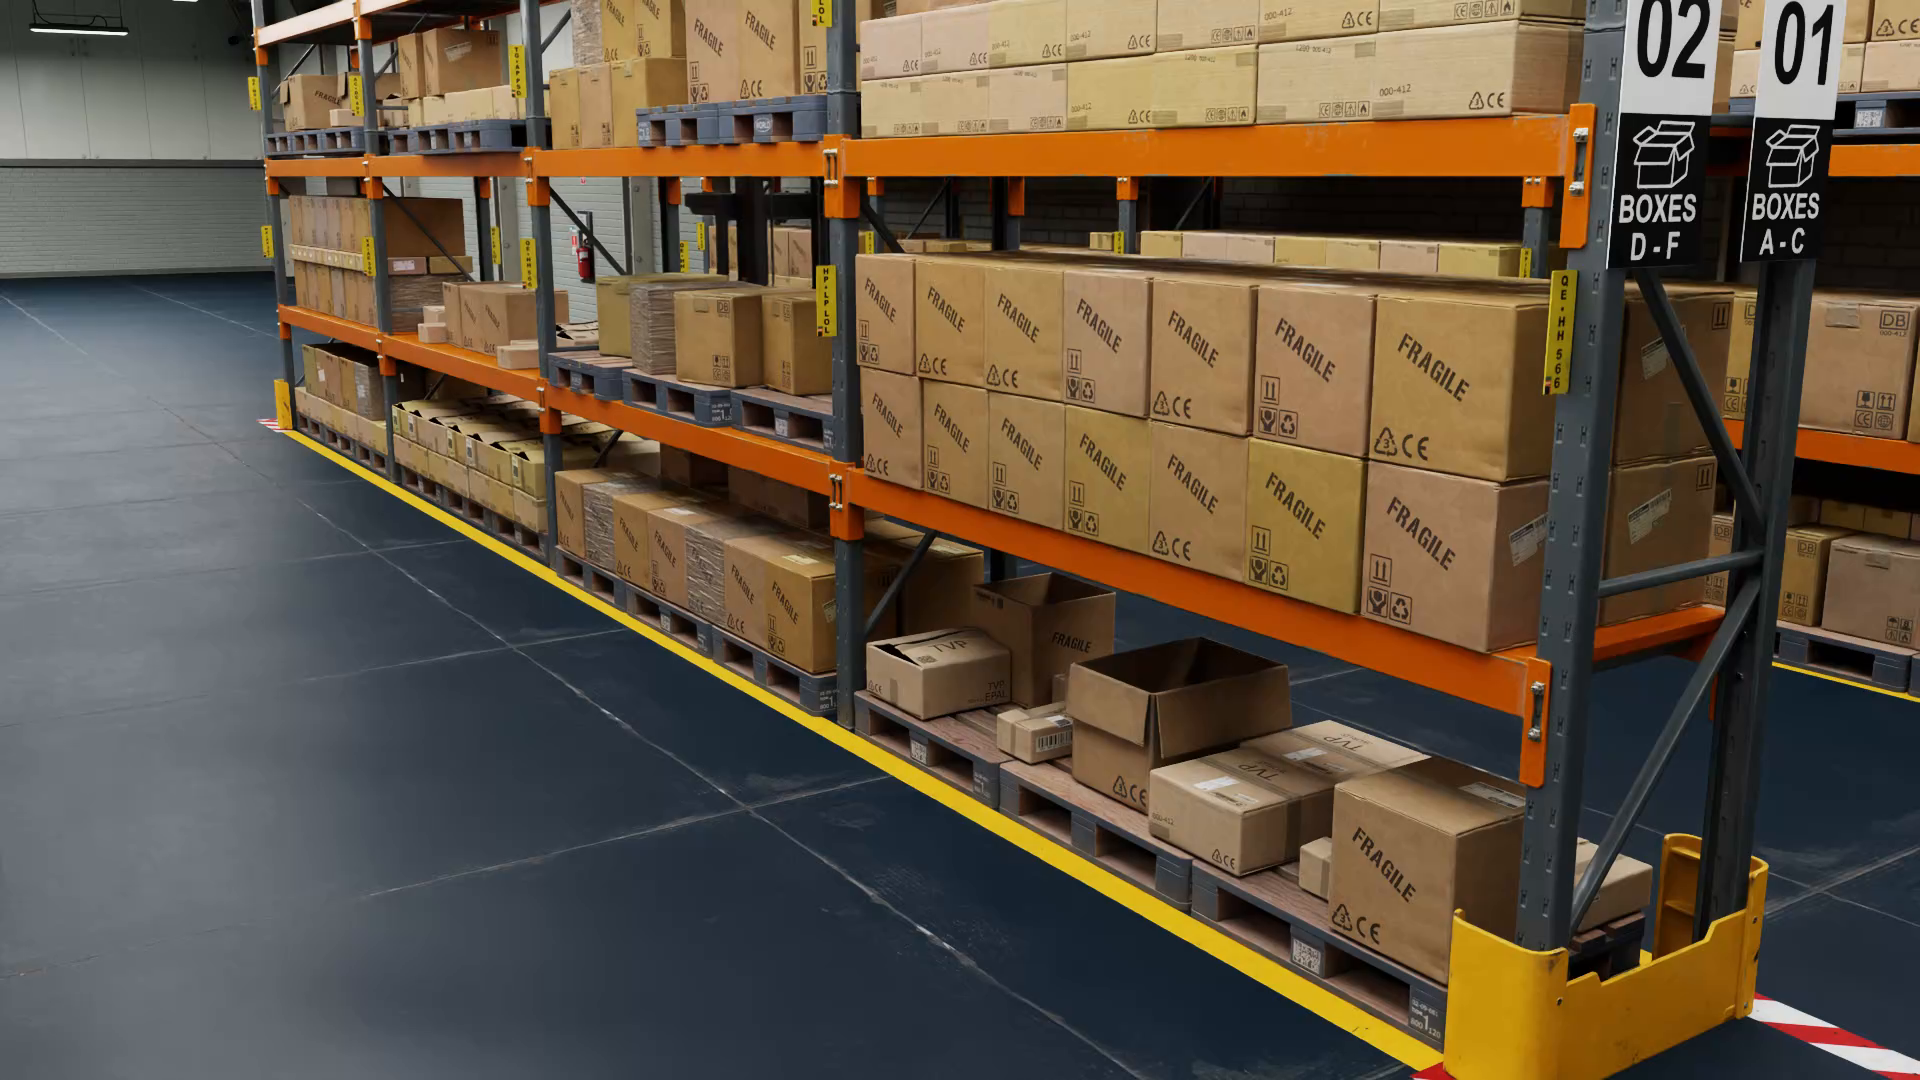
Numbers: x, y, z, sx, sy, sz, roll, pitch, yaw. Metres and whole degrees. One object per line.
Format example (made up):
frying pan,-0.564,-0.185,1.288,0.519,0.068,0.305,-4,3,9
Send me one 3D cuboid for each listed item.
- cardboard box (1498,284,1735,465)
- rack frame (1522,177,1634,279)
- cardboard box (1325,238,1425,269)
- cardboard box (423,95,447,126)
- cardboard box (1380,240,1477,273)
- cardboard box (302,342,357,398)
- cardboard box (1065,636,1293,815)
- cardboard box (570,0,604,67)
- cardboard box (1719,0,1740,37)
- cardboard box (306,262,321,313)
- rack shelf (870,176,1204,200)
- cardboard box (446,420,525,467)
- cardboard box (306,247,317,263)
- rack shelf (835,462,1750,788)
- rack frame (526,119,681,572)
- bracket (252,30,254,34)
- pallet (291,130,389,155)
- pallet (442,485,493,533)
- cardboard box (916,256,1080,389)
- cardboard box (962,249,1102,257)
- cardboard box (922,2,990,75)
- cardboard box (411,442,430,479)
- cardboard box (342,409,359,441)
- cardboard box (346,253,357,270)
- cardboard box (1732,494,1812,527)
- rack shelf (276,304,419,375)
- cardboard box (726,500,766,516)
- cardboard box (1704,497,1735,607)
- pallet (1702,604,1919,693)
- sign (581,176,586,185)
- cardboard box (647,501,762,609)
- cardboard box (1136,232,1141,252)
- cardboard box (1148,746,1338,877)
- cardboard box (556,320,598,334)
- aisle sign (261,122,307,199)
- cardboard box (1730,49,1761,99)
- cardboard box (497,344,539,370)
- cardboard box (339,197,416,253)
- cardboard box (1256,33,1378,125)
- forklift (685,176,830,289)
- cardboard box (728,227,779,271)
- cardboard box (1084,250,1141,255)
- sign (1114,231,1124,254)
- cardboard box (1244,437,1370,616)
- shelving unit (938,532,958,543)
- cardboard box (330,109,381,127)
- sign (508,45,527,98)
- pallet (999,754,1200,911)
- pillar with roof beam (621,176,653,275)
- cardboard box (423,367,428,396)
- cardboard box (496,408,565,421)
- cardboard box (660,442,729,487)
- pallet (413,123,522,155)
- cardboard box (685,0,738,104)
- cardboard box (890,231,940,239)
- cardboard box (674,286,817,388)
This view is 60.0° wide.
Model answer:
cardboard box,2.035,-0.538,5.226,0.500,0.500,0.500,-8,14,-31
rack frame,3.967,-1.189,10.778,1.000,3.000,0.127,-8,15,-33
cardboard box,2.937,-1.995,11.730,0.500,0.250,0.500,-8,15,-32
cardboard box,-3.948,-3.414,13.299,0.500,0.250,0.500,-10,16,-38
cardboard box,3.220,-1.904,11.315,0.500,0.250,0.500,-8,15,-32
cardboard box,-6.413,-1.754,17.059,0.500,0.500,0.500,-8,15,-33
cardboard box,0.890,0.736,6.788,0.797,0.503,0.637,-8,15,-33
cardboard box,-2.135,-3.238,10.550,0.500,0.500,0.500,-8,15,-33
cardboard box,1.993,-1.649,5.041,0.500,0.250,0.500,-8,15,-33
cardboard box,-6.261,-2.608,17.031,0.700,0.500,0.500,-8,14,-31
rack shelf,0.642,-3.370,15.414,1.077,0.370,4.000,-8,15,-33
cardboard box,-3.713,-0.784,13.068,0.500,0.311,0.500,-8,14,-31
cardboard box,-6.342,-2.870,16.714,0.380,0.149,0.250,-8,15,-34
rack shelf,0.953,0.105,6.544,1.077,0.370,4.000,-8,15,-33
rack frame,-2.371,-1.313,11.346,1.000,3.000,0.127,-8,15,-33
bracket,-18.261,-13.210,43.278,0.235,0.232,0.430,-8,15,-33
pallet,-5.754,-3.812,15.959,1.003,0.211,1.213,-8,15,-33
pallet,-3.467,-0.319,13.326,1.003,0.211,1.213,-8,15,-33
cardboard box,0.158,-0.931,7.021,0.500,0.500,0.500,-9,15,-35
cardboard box,0.340,-1.080,7.705,0.500,0.500,0.500,-8,15,-32
cardboard box,0.186,-2.034,6.800,0.500,0.250,0.500,-8,15,-33
cardboard box,-4.288,-0.695,13.970,0.500,0.250,0.500,-8,14,-31
cardboard box,-5.585,-1.121,15.918,0.500,0.250,0.500,-8,15,-33
cardboard box,-5.479,-2.595,15.453,0.380,0.149,0.250,-8,15,-33
cardboard box,4.623,-0.169,9.465,0.380,0.149,0.250,-9,15,-34
rack shelf,-5.696,-2.029,16.303,1.077,0.370,4.000,-8,15,-33
cardboard box,-1.075,0.016,10.088,0.500,0.500,0.500,-9,15,-35
cardboard box,4.571,0.062,9.926,0.700,0.500,0.500,-8,15,-33
pallet,5.003,0.535,9.422,1.003,0.211,1.213,-8,15,-33
sign,-6.157,-5.958,27.158,0.001,0.298,0.199,-8,15,-33
cardboard box,-1.495,0.082,9.787,0.500,0.500,0.500,-9,15,-35
cardboard box,1.534,-2.539,14.168,0.380,0.149,0.250,-11,16,-40
cardboard box,1.053,0.998,6.185,0.500,0.250,0.500,-8,15,-33
cardboard box,-2.706,-1.452,12.188,0.500,0.311,0.500,-8,15,-33
aisle sign,-7.095,-3.982,17.462,0.394,0.787,0.004,-8,15,-33
cardboard box,4.400,-2.589,9.291,0.500,0.250,0.500,-8,15,-34
cardboard box,-3.100,-1.318,11.955,0.380,0.149,0.250,-8,15,-33
cardboard box,-5.397,-2.964,15.625,0.700,0.500,0.500,-8,15,-33
cardboard box,1.289,-1.433,5.223,0.500,0.250,0.500,-8,15,-33
forklift,-1.713,-1.996,14.628,1.130,2.935,3.031,-8,15,-32
cardboard box,-2.402,-3.416,19.512,0.500,0.500,0.500,-8,15,-33
cardboard box,1.482,-2.247,14.350,0.700,0.500,0.500,-10,16,-39
sign,1.304,-2.361,13.614,0.100,0.325,0.005,-8,15,-33
cardboard box,1.296,-0.079,5.467,0.500,0.500,0.500,-8,15,-32
shelving unit,-0.008,-0.589,12.245,0.258,1.200,0.189,-8,15,-33
cardboard box,-5.484,-3.823,15.079,0.380,0.149,0.250,-8,15,-33
sign,-2.838,-3.006,10.668,0.100,0.325,0.005,-8,15,-33
pallet,0.904,1.100,6.839,1.003,0.211,1.213,-8,15,-33
pillar with roof beam,-8.482,-6.789,22.344,9.100,9.000,0.400,-8,15,-33
cardboard box,-4.868,-1.461,15.717,0.500,0.500,0.500,-8,15,-33
cardboard box,-3.557,-0.942,13.787,0.500,0.311,0.500,-8,15,-33
cardboard box,-1.623,-0.525,10.809,0.500,0.250,0.500,-7,14,-31
pallet,-3.444,-2.995,12.457,1.003,0.211,1.213,-7,14,-30
cardboard box,-1.114,-2.705,9.239,0.600,0.600,0.600,-9,15,-35
cardboard box,-0.552,-3.023,17.713,0.500,0.500,0.500,-9,15,-34
cardboard box,-1.186,-1.163,9.441,0.500,0.500,0.700,11,16,41
